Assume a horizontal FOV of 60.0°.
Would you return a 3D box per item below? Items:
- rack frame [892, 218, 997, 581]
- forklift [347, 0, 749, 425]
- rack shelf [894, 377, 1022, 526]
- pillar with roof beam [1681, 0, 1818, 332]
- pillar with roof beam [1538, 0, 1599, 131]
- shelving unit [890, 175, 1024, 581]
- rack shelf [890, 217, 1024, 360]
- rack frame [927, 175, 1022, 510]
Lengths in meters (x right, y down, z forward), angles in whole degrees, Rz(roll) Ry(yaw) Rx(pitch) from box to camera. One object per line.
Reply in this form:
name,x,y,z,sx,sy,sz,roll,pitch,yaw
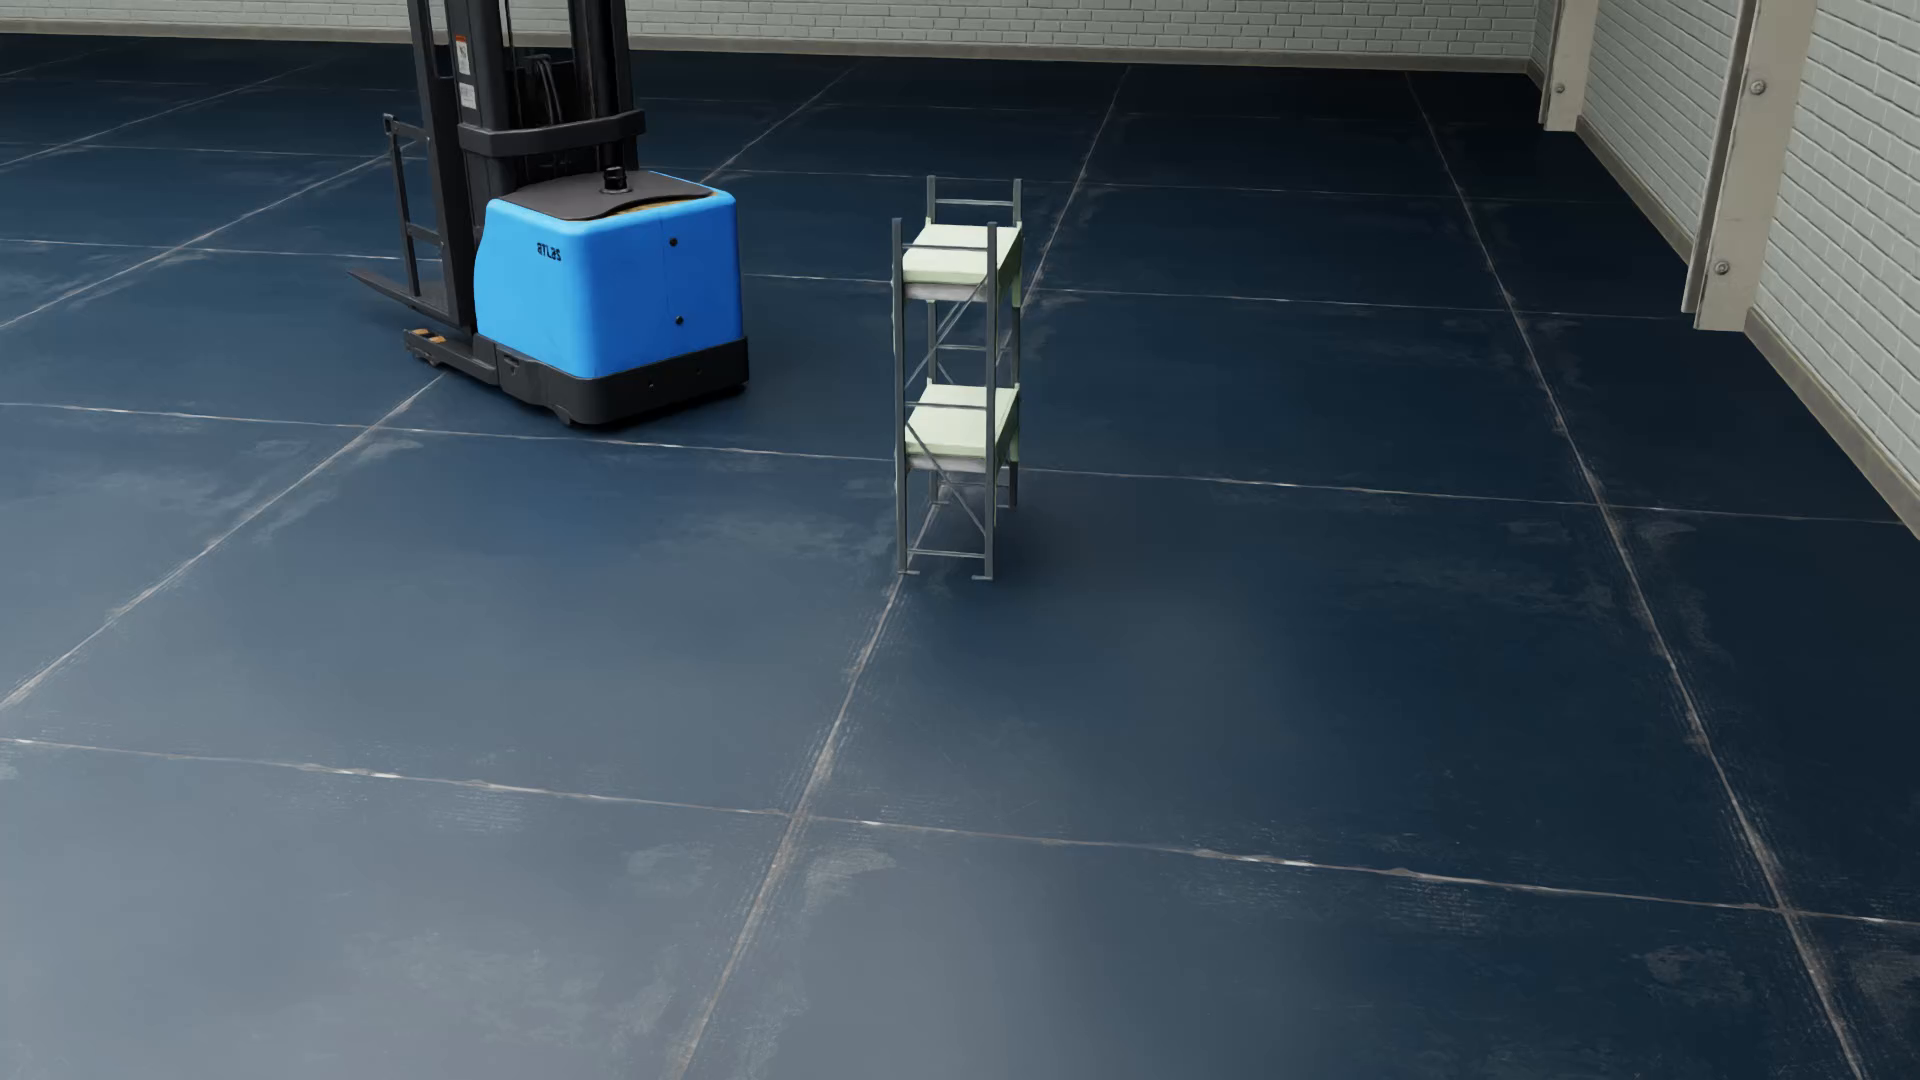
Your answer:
rack frame,-0.059,-0.529,6.611,0.400,1.500,0.023,4,25,9
forklift,-2.515,-2.438,9.000,1.130,2.935,3.031,-22,33,-39
rack shelf,0.001,-0.387,7.076,0.431,0.370,0.720,4,25,9
pillar with roof beam,0.333,-5.706,8.825,9.100,9.000,0.400,4,25,9
pillar with roof beam,1.314,-8.215,14.186,9.100,9.000,0.400,4,25,9
shelving unit,0.001,-0.682,6.938,0.431,1.500,0.755,4,25,9
rack shelf,0.001,-1.036,6.773,0.431,0.370,0.720,4,25,9
rack frame,0.061,-0.835,7.265,0.400,1.500,0.023,4,25,9
